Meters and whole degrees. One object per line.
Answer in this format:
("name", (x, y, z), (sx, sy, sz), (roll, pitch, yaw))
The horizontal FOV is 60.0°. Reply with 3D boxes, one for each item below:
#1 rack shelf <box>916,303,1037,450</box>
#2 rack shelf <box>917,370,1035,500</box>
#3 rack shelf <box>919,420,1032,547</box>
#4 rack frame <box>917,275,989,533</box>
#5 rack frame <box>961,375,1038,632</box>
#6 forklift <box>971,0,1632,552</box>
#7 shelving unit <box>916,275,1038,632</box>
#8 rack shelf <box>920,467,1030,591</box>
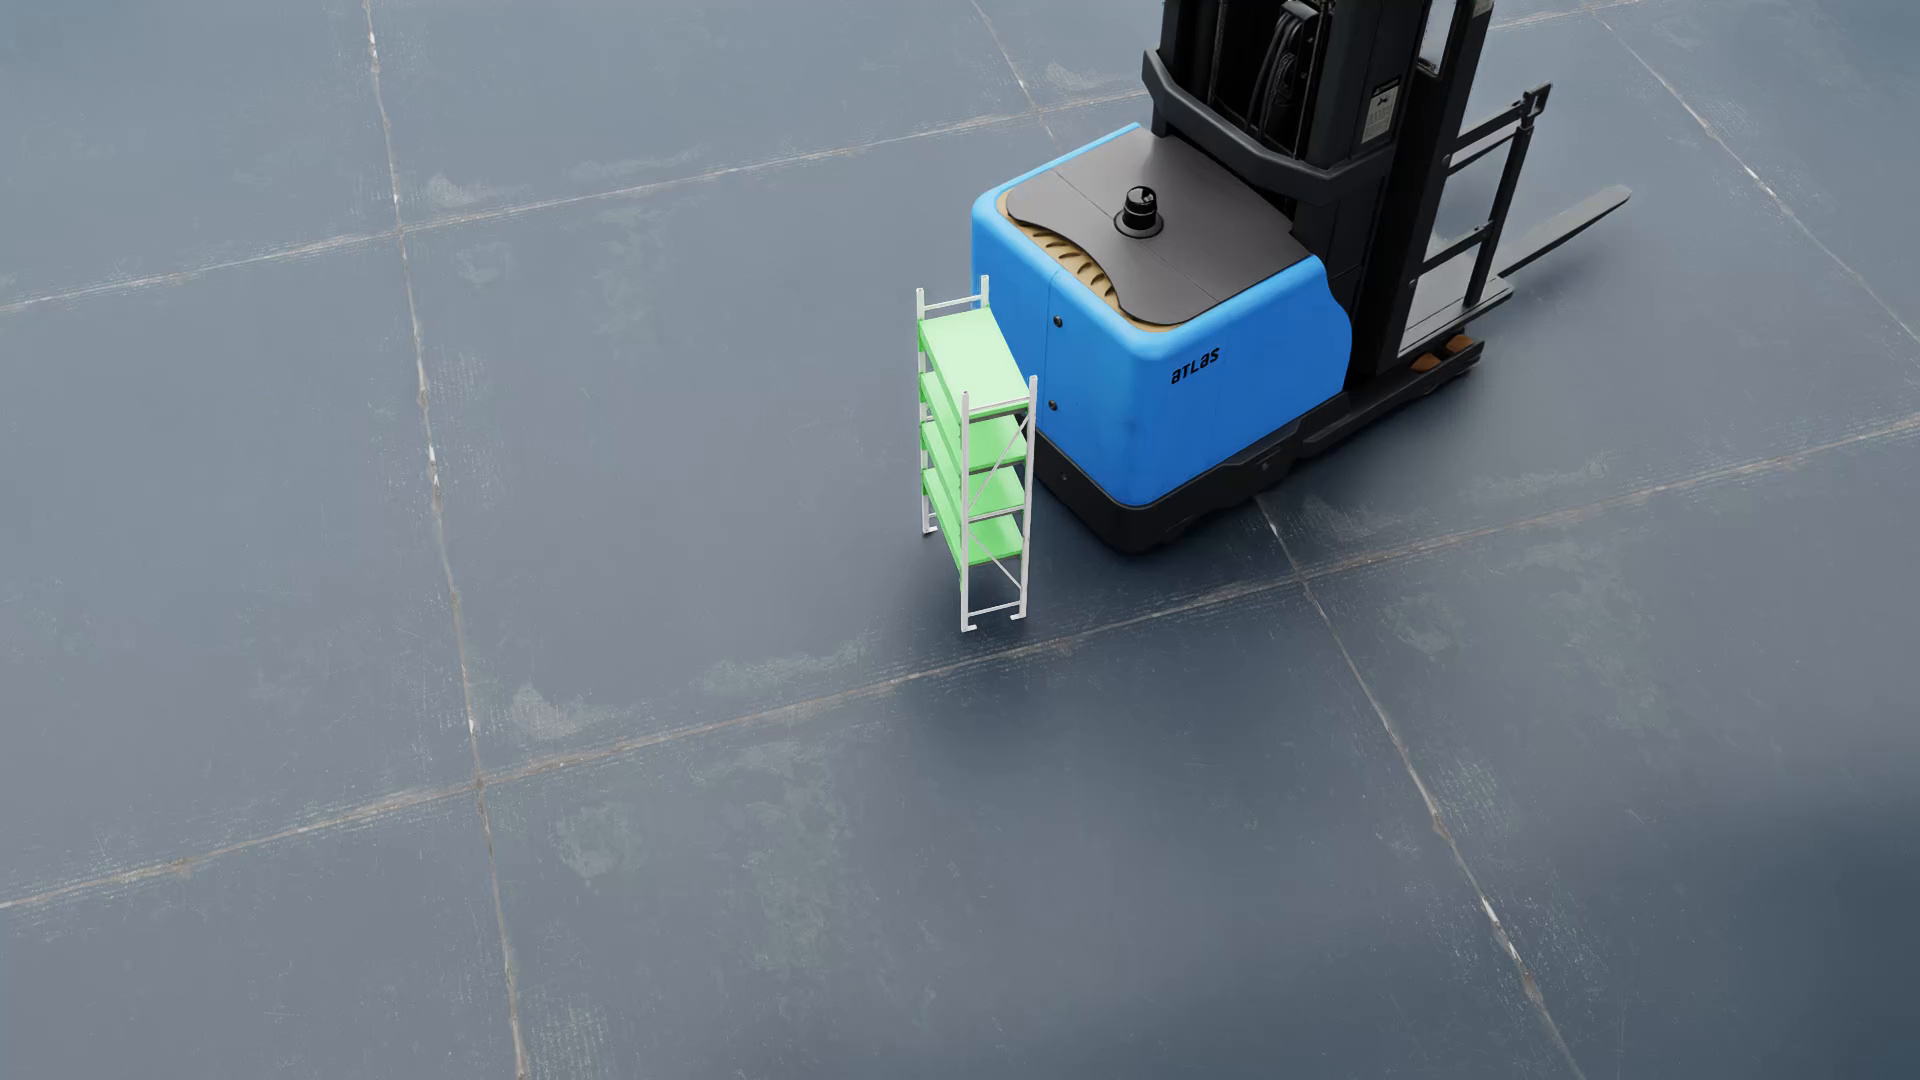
("rack shelf", (0.049, -0.534, 5.371), (0.258, 0.148, 0.480), (-13, 51, -11))
("rack shelf", (0.049, -0.379, 5.555), (0.258, 0.148, 0.480), (-13, 51, -11))
("rack shelf", (0.049, -0.225, 5.738), (0.258, 0.148, 0.480), (-13, 51, -11))
("rack frame", (-0.023, -0.444, 5.840), (0.240, 1.200, 0.015), (-13, 51, -11))
("rack frame", (0.121, -0.088, 5.539), (0.240, 1.200, 0.015), (-13, 51, -11))
("forklift", (1.512, -1.831, 5.877), (3.031, 2.935, 1.130), (-30, 56, -23))
("shelving unit", (0.049, -0.266, 5.689), (0.258, 1.200, 0.503), (-13, 51, -11))
("rack shelf", (0.049, -0.070, 5.922), (0.258, 0.148, 0.480), (-13, 51, -11))
